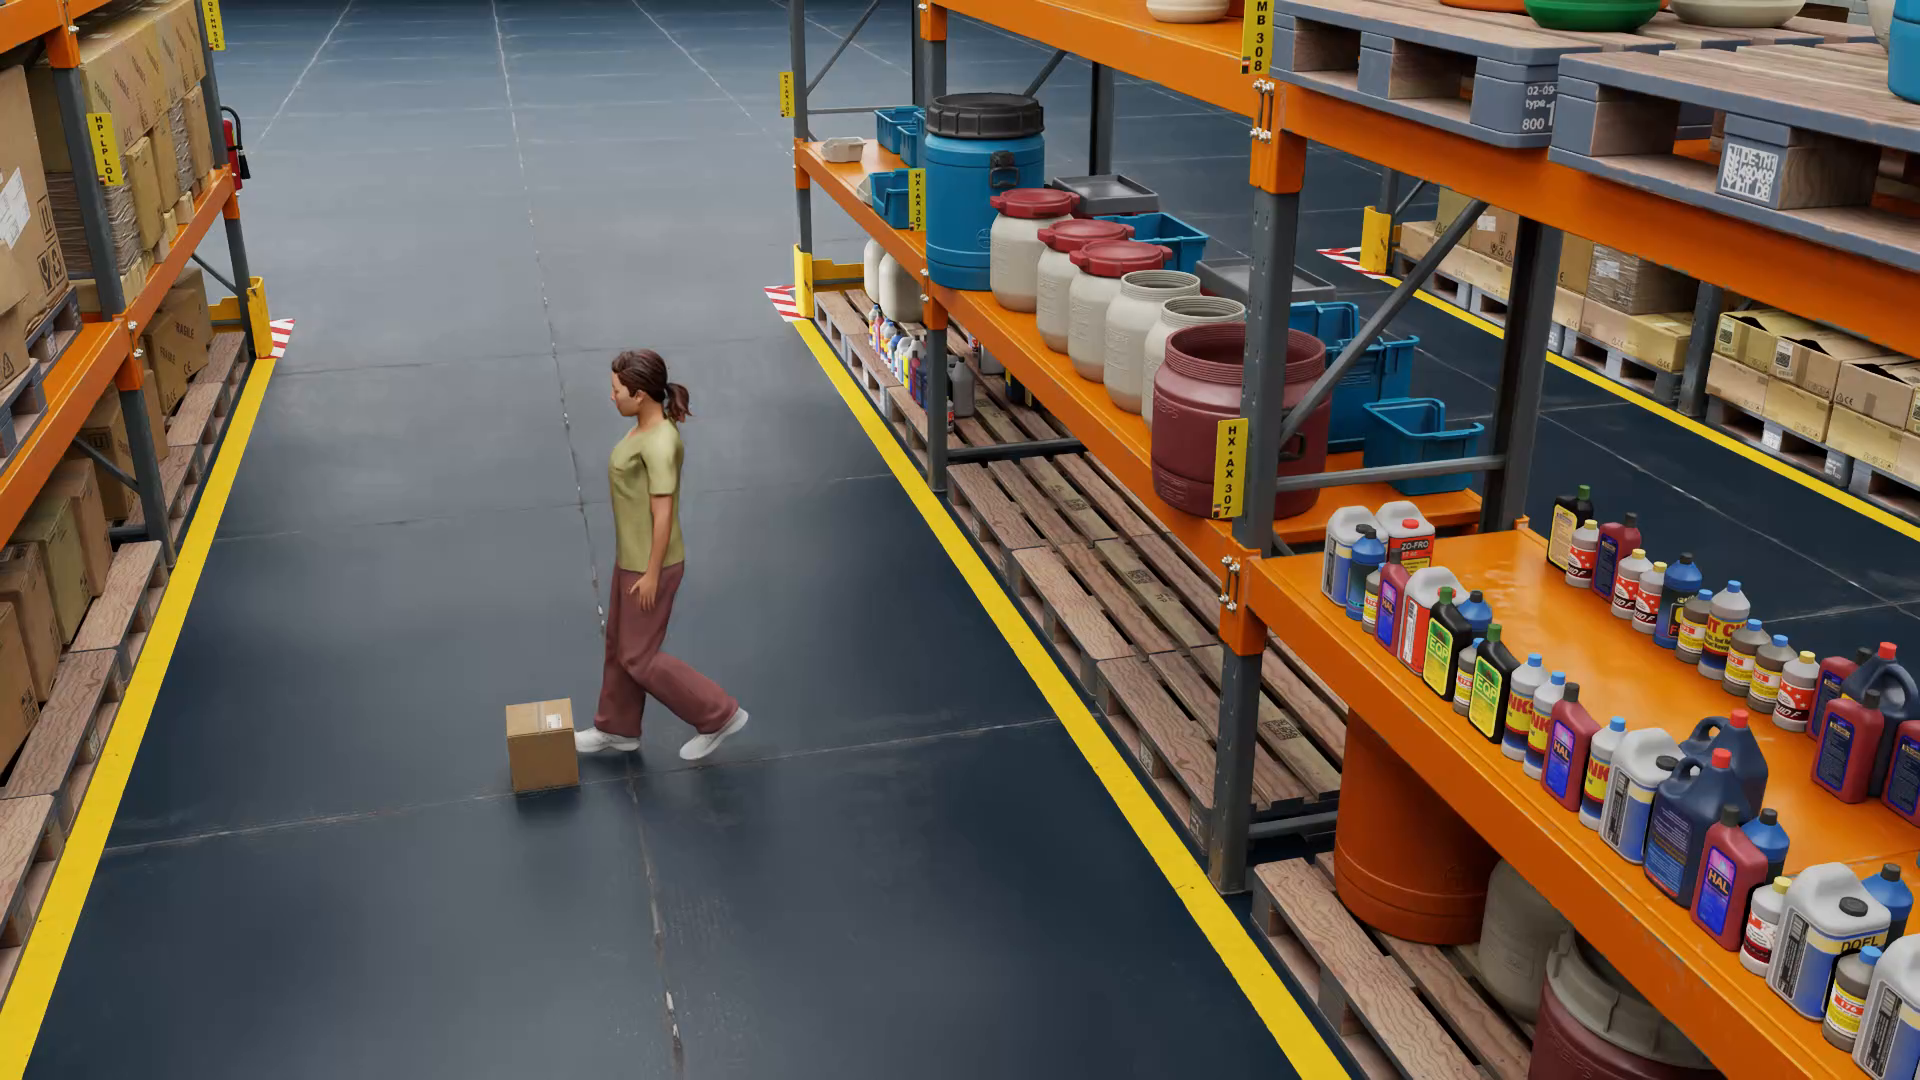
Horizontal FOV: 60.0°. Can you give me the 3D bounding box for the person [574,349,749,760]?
[{"bbox_3d":[-1.219,0.084,6.357,0.719,1.665,0.472,-6,24,-14],"label":"person"}]
